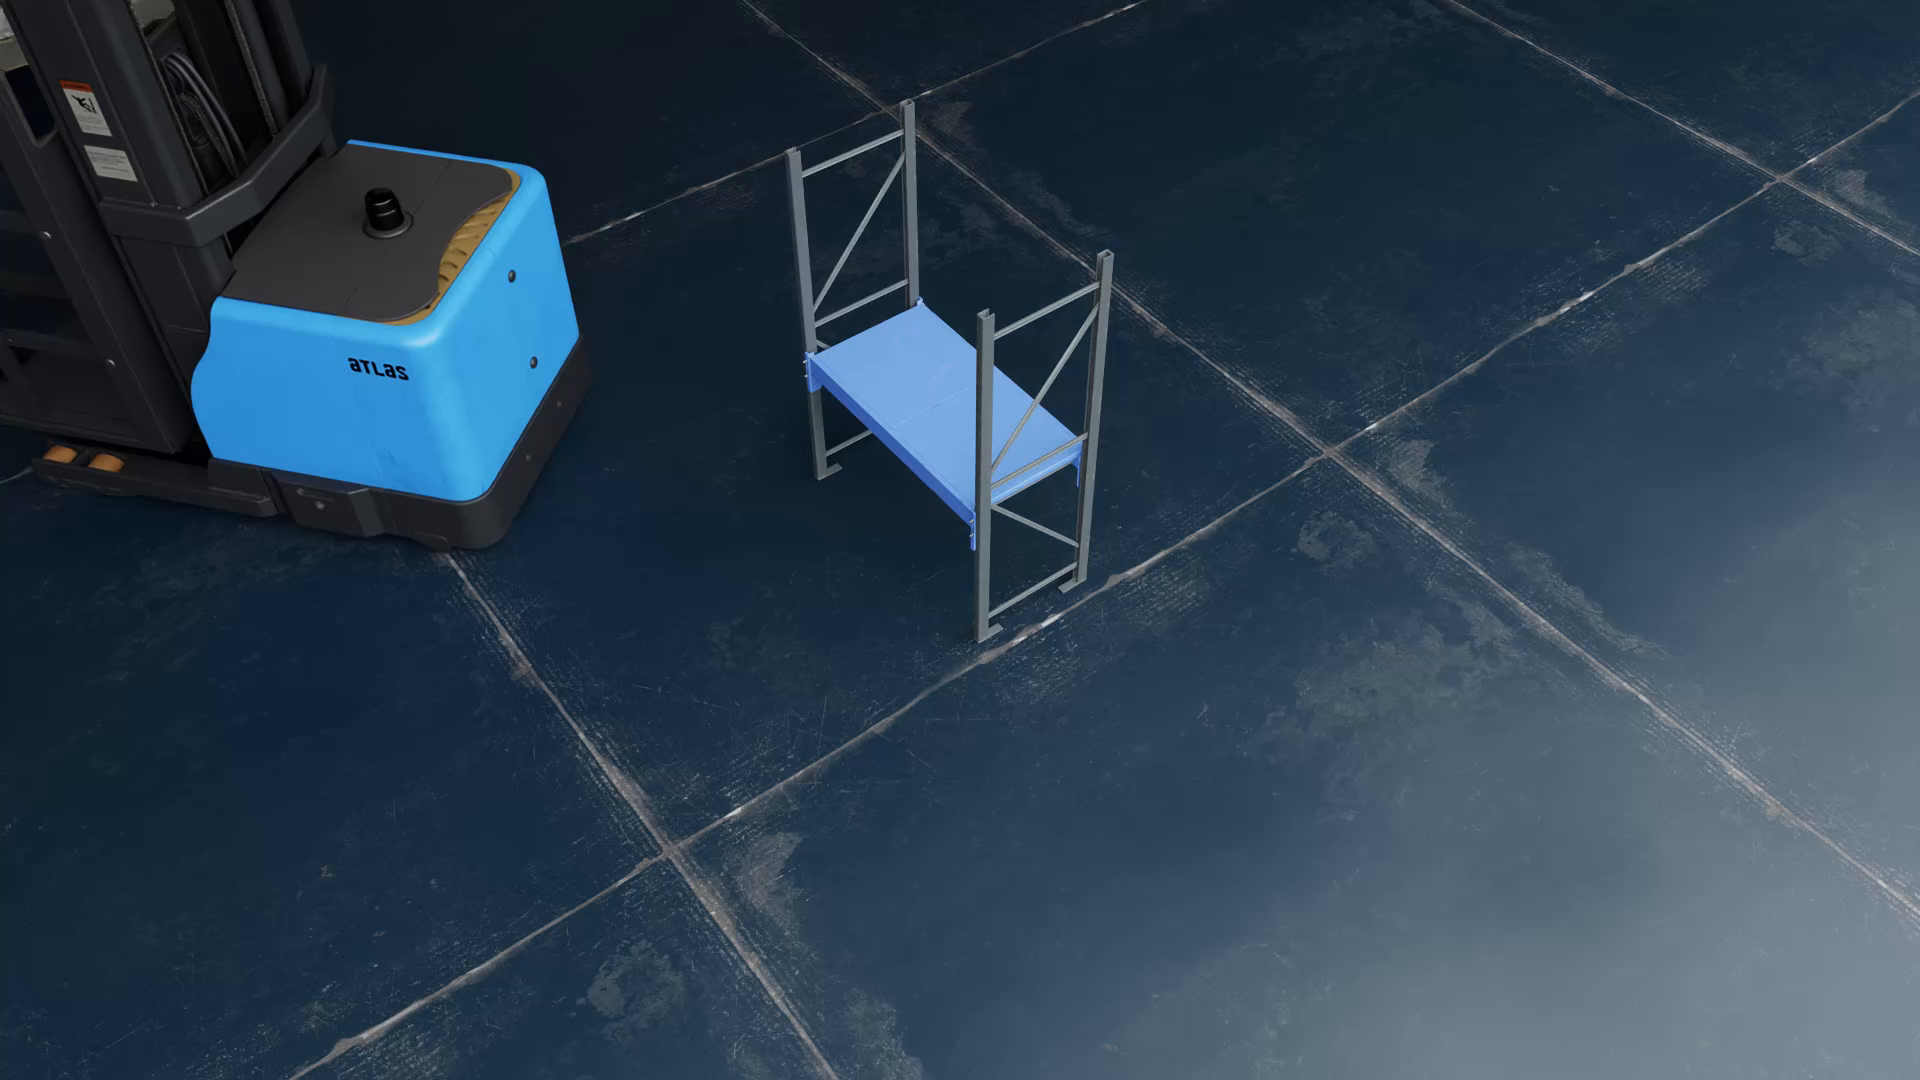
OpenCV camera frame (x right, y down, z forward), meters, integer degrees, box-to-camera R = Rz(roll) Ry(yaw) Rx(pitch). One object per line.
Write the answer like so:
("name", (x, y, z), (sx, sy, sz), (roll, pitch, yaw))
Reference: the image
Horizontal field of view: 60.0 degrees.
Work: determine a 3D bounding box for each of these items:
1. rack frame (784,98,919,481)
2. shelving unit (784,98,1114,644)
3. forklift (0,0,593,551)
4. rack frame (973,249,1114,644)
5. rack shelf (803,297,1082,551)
("rack frame", (-0.359, -0.854, 6.012), (0.500, 1.500, 0.032), (-29, 54, -24))
("shelving unit", (-0.052, -0.554, 5.740), (0.538, 1.500, 1.048), (-29, 54, -24))
("forklift", (-3.062, -1.524, 5.653), (3.031, 2.935, 1.130), (10, 49, 9))
("rack frame", (0.256, -0.254, 5.468), (0.500, 1.500, 0.032), (-29, 54, -24))
("rack shelf", (-0.052, -0.433, 5.873), (0.538, 0.185, 1.000), (-29, 54, -24))
